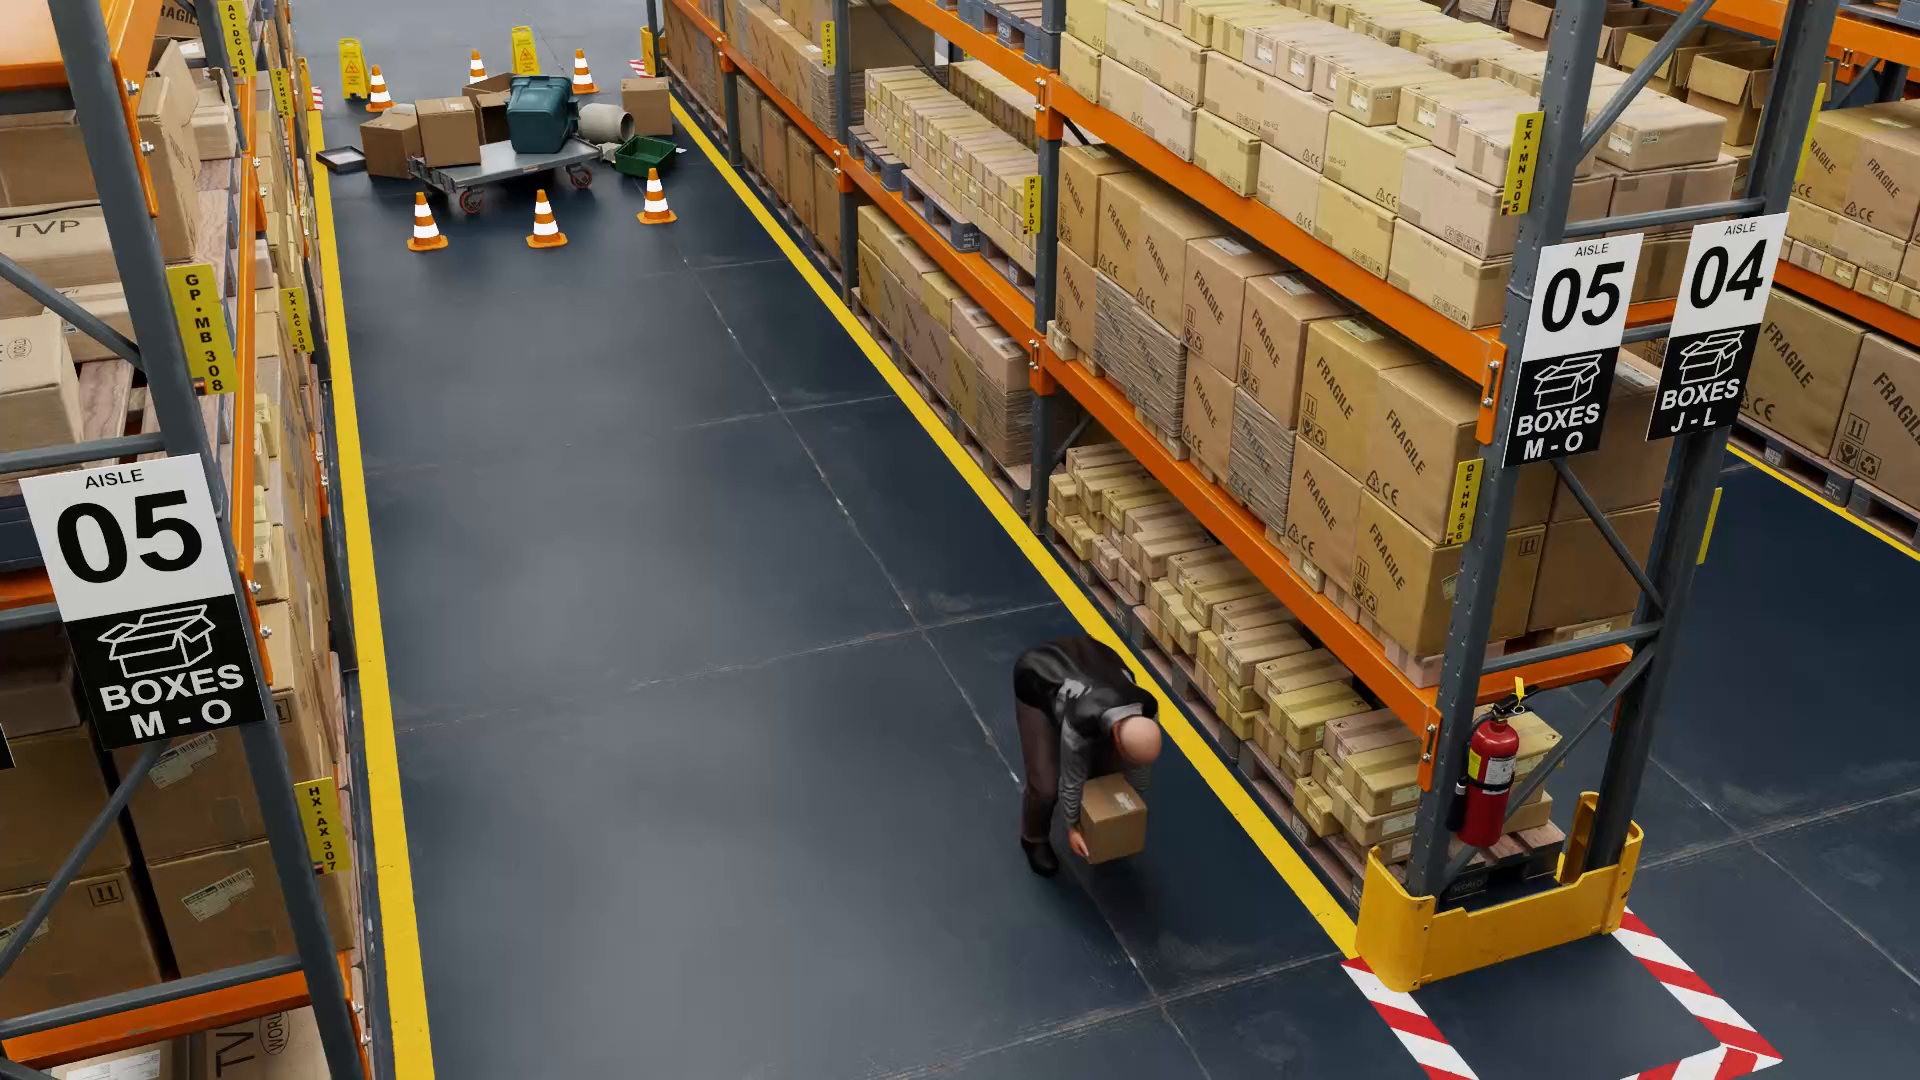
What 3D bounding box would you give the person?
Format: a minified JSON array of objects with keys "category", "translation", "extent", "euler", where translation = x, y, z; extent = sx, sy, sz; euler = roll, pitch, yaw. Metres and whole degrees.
[{"category":"person","translation":[0.521,0.713,7.156],"extent":[0.479,1.692,0.591],"euler":[-11,32,-19]}]
